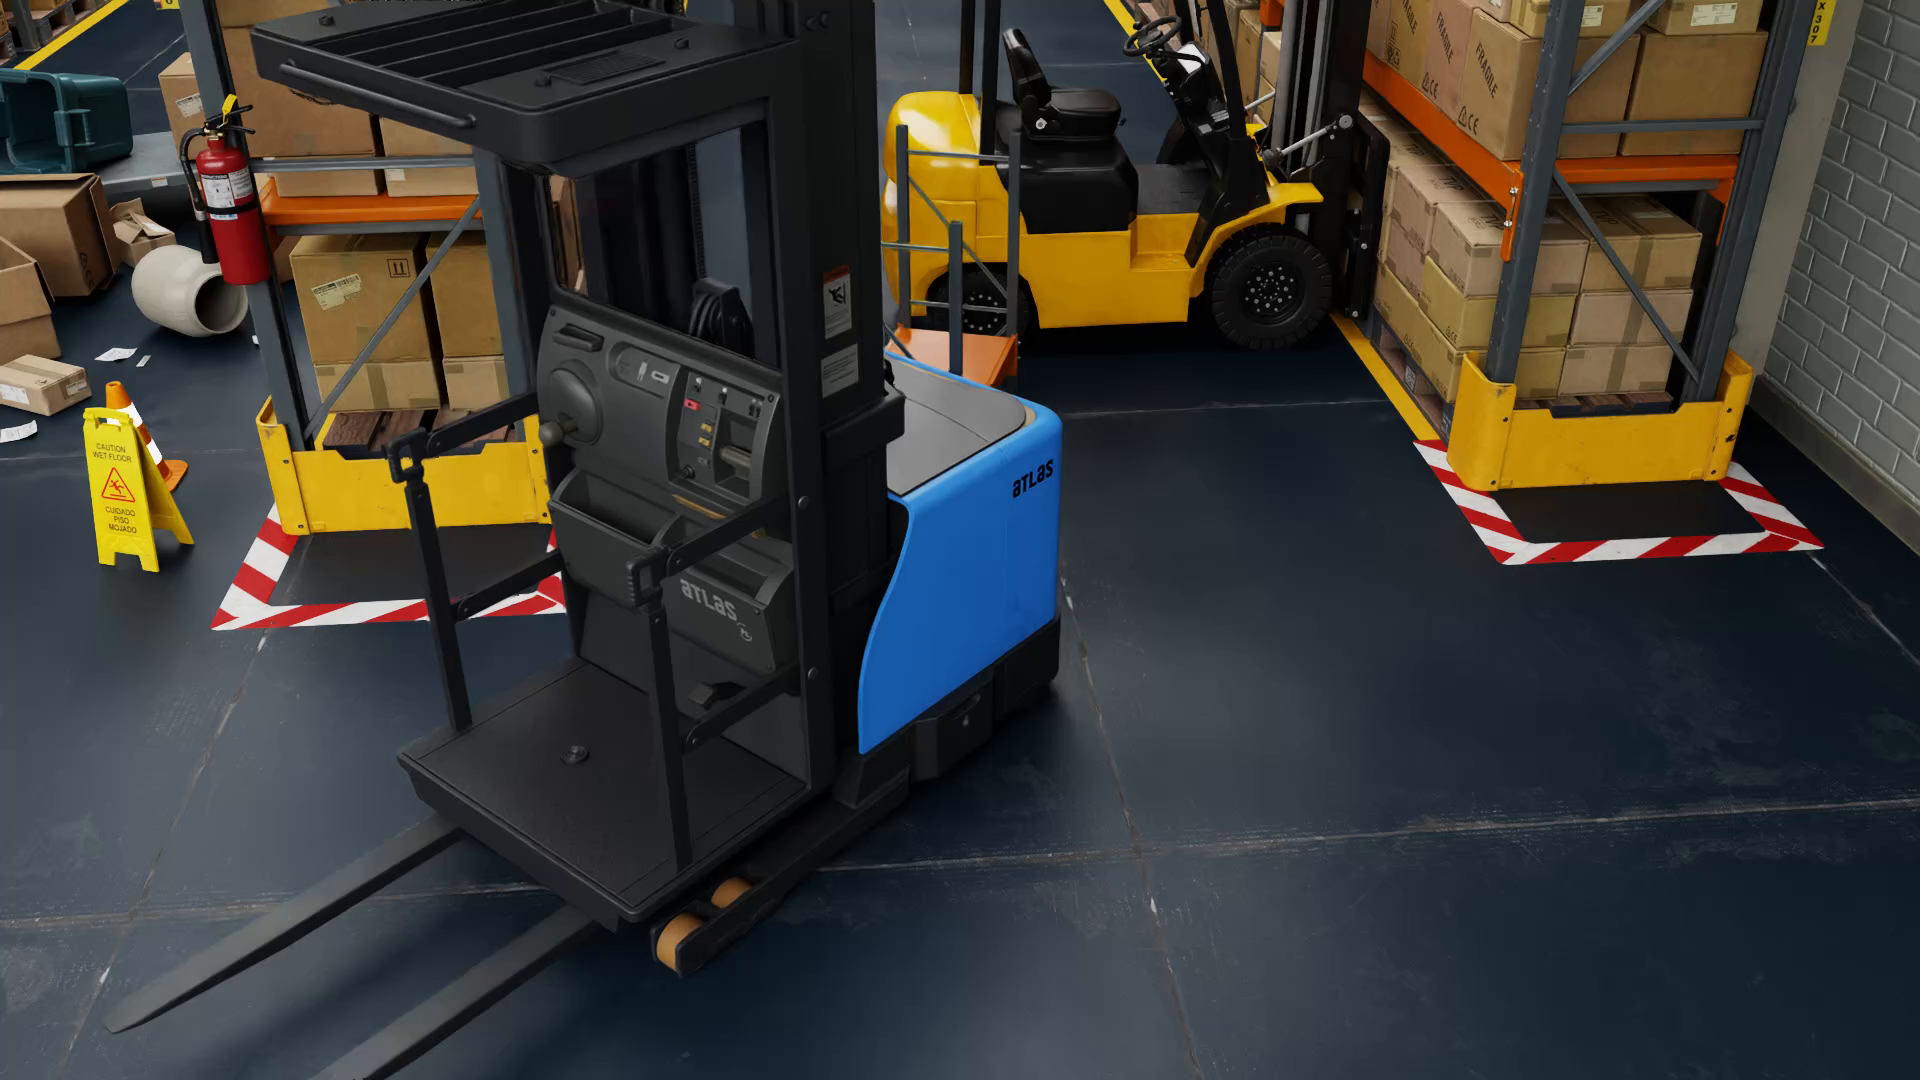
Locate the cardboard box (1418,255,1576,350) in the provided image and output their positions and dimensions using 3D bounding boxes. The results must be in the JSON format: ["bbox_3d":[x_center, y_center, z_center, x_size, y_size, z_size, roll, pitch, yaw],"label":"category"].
[{"bbox_3d":[2.380,-1.070,7.400,0.500,0.250,0.500,-3,31,-5],"label":"cardboard box"}]

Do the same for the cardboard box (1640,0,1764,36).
[{"bbox_3d":[2.963,-2.129,6.658,0.380,0.149,0.250,-4,31,-6],"label":"cardboard box"}]

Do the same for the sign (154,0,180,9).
[{"bbox_3d":[-2.759,-1.998,5.733,0.100,0.325,0.005,-3,31,-5],"label":"sign"}]

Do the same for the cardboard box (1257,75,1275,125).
[{"bbox_3d":[2.101,-2.617,9.990,0.500,0.250,0.500,-3,31,-5],"label":"cardboard box"}]

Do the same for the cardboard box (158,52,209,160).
[{"bbox_3d":[-4.348,-2.575,9.836,0.500,0.500,0.500,-3,31,-5],"label":"cardboard box"}]

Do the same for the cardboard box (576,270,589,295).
[{"bbox_3d":[-2.045,-1.068,7.884,0.500,0.250,0.500,-2,31,-3],"label":"cardboard box"}]

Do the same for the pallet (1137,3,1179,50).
[{"bbox_3d":[2.027,-4.087,13.386,1.003,0.211,1.213,-3,31,-5],"label":"pallet"}]

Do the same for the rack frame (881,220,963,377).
[{"bbox_3d":[-0.236,-0.458,6.055,0.500,1.500,0.032,7,32,11],"label":"rack frame"}]

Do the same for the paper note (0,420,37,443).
[{"bbox_3d":[-4.275,-0.495,7.548,0.148,0.019,0.142,-14,33,-22],"label":"paper note"}]

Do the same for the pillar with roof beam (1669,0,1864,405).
[{"bbox_3d":[-0.717,-4.390,5.323,9.100,9.000,0.400,-3,31,-5],"label":"pillar with roof beam"}]

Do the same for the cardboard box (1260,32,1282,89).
[{"bbox_3d":[2.096,-2.831,9.861,0.500,0.250,0.500,-3,31,-5],"label":"cardboard box"}]

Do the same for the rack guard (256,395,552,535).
[{"bbox_3d":[-2.212,-0.348,6.844,1.175,0.500,0.348,-3,31,-5],"label":"rack guard"}]

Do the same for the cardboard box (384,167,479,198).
[{"bbox_3d":[-2.030,-1.457,6.510,0.380,0.149,0.250,-3,31,-4],"label":"cardboard box"}]

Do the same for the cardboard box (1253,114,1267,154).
[{"bbox_3d":[2.079,-2.401,10.116,0.500,0.250,0.500,-2,31,-4],"label":"cardboard box"}]

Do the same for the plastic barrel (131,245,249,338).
[{"bbox_3d":[-3.905,-1.258,8.443,0.512,0.421,0.421,20,36,29],"label":"plastic barrel"}]

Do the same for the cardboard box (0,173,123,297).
[{"bbox_3d":[-4.985,-1.621,8.841,0.797,0.637,0.503,-3,31,-5],"label":"cardboard box"}]

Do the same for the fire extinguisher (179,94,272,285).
[{"bbox_3d":[-2.653,-1.268,6.023,0.296,0.674,0.183,-3,31,-5],"label":"fire extinguisher"}]

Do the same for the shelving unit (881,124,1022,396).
[{"bbox_3d":[-0.119,-0.717,6.488,0.587,1.500,1.083,7,32,11],"label":"shelving unit"}]

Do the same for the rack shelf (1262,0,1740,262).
[{"bbox_3d":[2.550,-2.334,8.434,1.077,0.370,4.000,-3,31,-5],"label":"rack shelf"}]

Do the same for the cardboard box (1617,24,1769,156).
[{"bbox_3d":[2.967,-1.931,6.960,0.500,0.500,0.500,-2,31,-3],"label":"cardboard box"}]

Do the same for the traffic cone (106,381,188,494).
[{"bbox_3d":[-3.529,-0.451,7.053,0.336,0.463,0.334,-3,31,-5],"label":"traffic cone"}]

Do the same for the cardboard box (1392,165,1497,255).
[{"bbox_3d":[2.330,-1.531,7.685,0.500,0.250,0.500,-2,31,-4],"label":"cardboard box"}]

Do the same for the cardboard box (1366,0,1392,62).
[{"bbox_3d":[2.284,-2.686,8.225,0.500,0.500,0.500,-3,31,-4],"label":"cardboard box"}]

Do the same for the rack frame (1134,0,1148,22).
[{"bbox_3d":[1.989,-5.706,13.378,1.000,3.000,0.127,-3,31,-5],"label":"rack frame"}]

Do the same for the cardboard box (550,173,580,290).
[{"bbox_3d":[-2.061,-1.408,7.722,0.500,0.500,0.500,-4,31,-6],"label":"cardboard box"}]

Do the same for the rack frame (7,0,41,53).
[{"bbox_3d":[-7.871,-5.178,12.493,1.000,3.000,0.127,-3,31,-5],"label":"rack frame"}]

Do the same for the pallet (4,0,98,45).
[{"bbox_3d":[-7.943,-4.379,13.876,1.003,0.211,1.213,-3,31,-5],"label":"pallet"}]

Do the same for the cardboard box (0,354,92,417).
[{"bbox_3d":[-4.338,-0.730,7.827,0.380,0.149,0.250,13,33,21],"label":"cardboard box"}]

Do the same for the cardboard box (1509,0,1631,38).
[{"bbox_3d":[2.426,-2.107,6.622,0.380,0.149,0.250,-2,31,-4],"label":"cardboard box"}]

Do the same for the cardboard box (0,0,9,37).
[{"bbox_3d":[-7.904,-4.077,12.435,1.050,0.750,0.750,-3,31,-5],"label":"cardboard box"}]

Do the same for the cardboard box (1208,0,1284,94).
[{"bbox_3d":[2.238,-3.487,11.569,0.875,0.625,0.625,-3,31,-5],"label":"cardboard box"}]

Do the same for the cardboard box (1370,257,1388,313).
[{"bbox_3d":[2.304,-1.356,8.368,0.500,0.250,0.500,-2,31,-4],"label":"cardboard box"}]

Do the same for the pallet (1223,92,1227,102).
[{"bbox_3d":[2.255,-2.841,11.300,1.003,0.211,1.213,-3,31,-5],"label":"pallet"}]

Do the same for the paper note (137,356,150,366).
[{"bbox_3d":[-4.036,-0.886,8.223,0.032,0.001,0.123,-3,31,-5],"label":"paper note"}]

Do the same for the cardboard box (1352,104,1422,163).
[{"bbox_3d":[2.233,-2.047,8.550,0.500,0.250,0.500,-3,31,-6],"label":"cardboard box"}]

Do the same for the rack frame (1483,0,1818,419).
[{"bbox_3d":[2.737,-1.622,6.540,1.000,3.000,0.127,-3,31,-5],"label":"rack frame"}]

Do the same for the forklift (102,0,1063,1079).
[{"bbox_3d":[-0.978,-0.324,4.435,1.130,2.935,3.031,23,38,33],"label":"forklift"}]

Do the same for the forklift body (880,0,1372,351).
[{"bbox_3d":[0.743,-2.138,8.232,2.313,2.155,1.214,-3,31,-5],"label":"forklift body"}]

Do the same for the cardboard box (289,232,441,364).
[{"bbox_3d":[-2.539,-1.100,7.207,0.500,0.500,0.500,-3,31,-4],"label":"cardboard box"}]

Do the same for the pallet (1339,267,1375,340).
[{"bbox_3d":[2.513,-1.434,8.945,1.003,0.211,1.213,-3,31,-5],"label":"pallet"}]

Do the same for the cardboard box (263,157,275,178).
[{"bbox_3d":[-2.587,-1.579,6.713,0.380,0.149,0.250,-3,31,-5],"label":"cardboard box"}]

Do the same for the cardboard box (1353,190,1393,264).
[{"bbox_3d":[2.275,-1.589,8.269,0.500,0.250,0.500,-3,31,-6],"label":"cardboard box"}]

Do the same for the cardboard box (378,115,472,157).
[{"bbox_3d":[-1.973,-1.808,6.464,0.500,0.500,0.500,-3,31,-5],"label":"cardboard box"}]

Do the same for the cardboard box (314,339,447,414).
[{"bbox_3d":[-2.550,-0.794,7.426,0.500,0.250,0.500,-3,31,-5],"label":"cardboard box"}]

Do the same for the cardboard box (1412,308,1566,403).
[{"bbox_3d":[2.378,-0.846,7.513,0.500,0.250,0.500,-3,31,-4],"label":"cardboard box"}]

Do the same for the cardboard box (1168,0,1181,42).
[{"bbox_3d":[2.103,-4.214,12.787,0.875,0.625,0.625,-2,31,-3],"label":"cardboard box"}]

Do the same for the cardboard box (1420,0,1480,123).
[{"bbox_3d":[2.390,-2.169,7.358,0.500,0.500,0.500,-2,31,-3],"label":"cardboard box"}]

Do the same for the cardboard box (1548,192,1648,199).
[{"bbox_3d":[2.830,-1.560,7.734,0.500,0.250,0.500,-3,31,-5],"label":"cardboard box"}]
